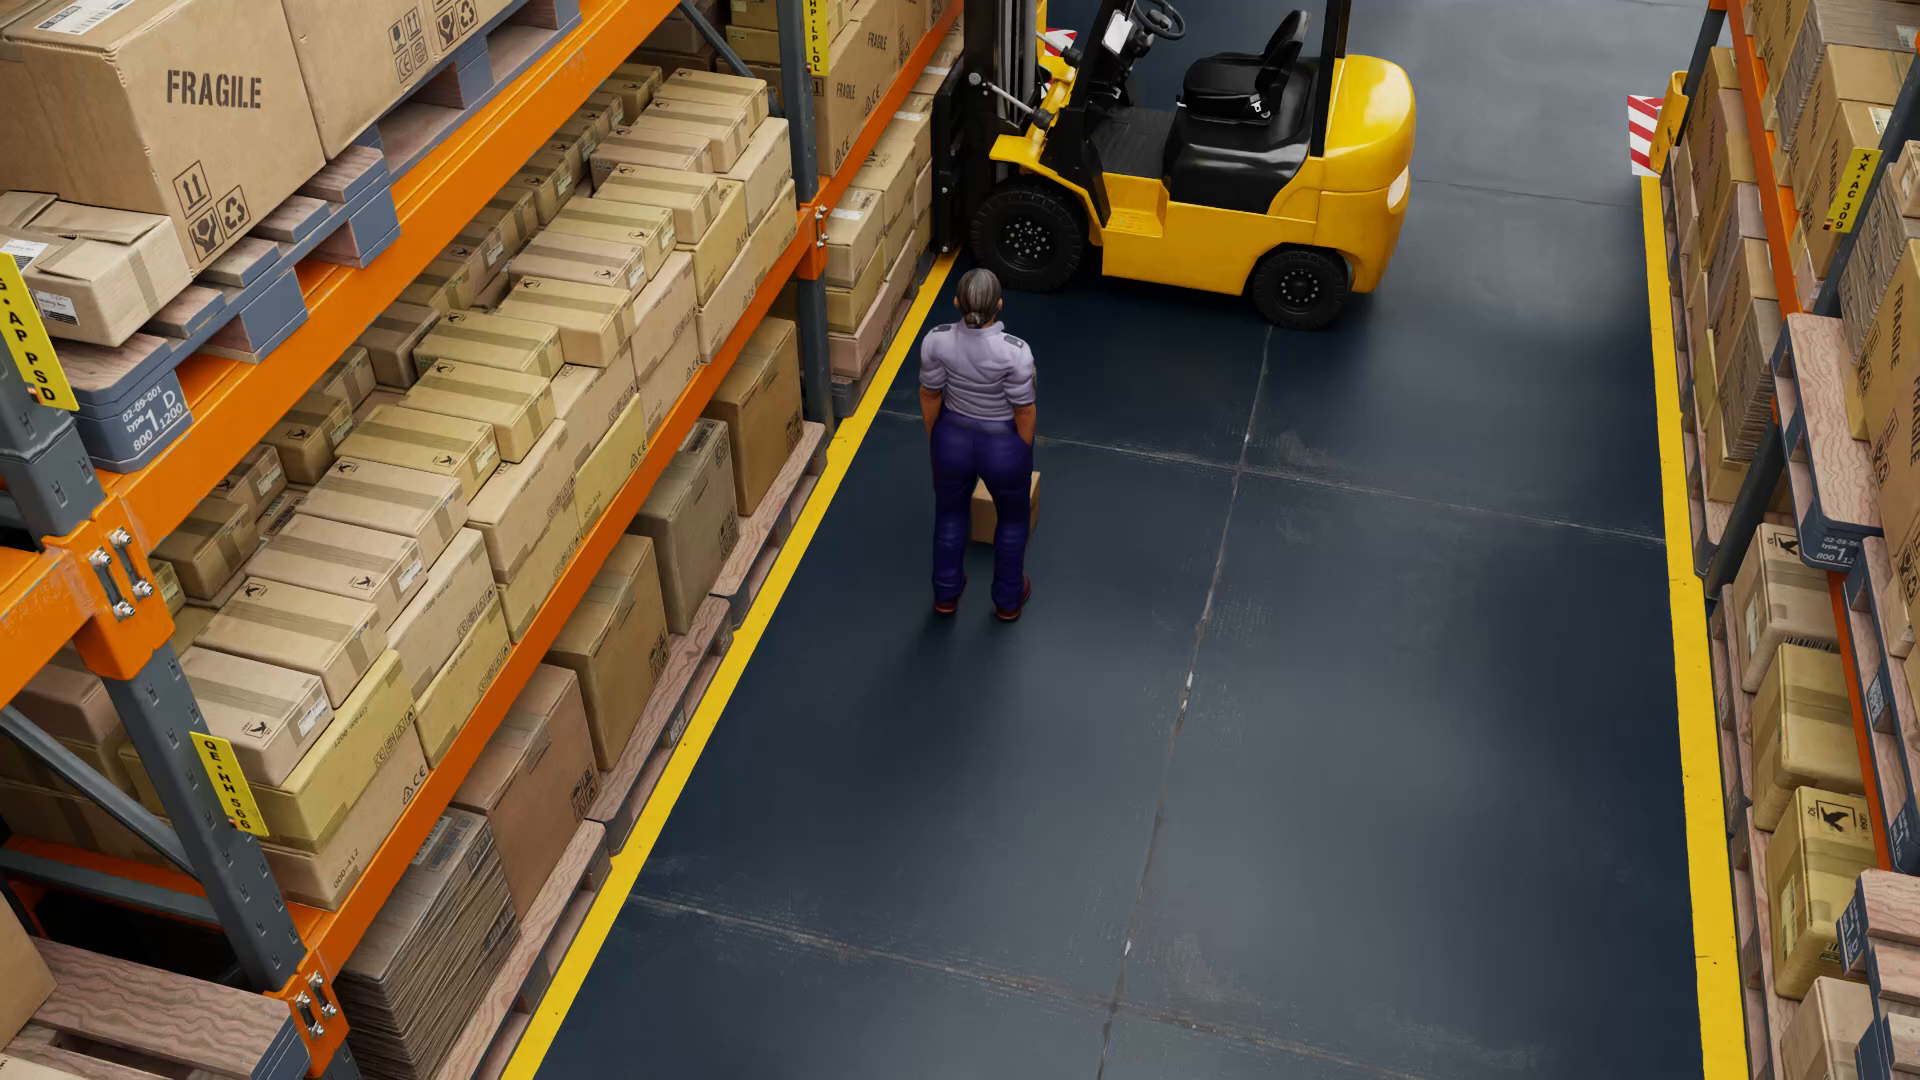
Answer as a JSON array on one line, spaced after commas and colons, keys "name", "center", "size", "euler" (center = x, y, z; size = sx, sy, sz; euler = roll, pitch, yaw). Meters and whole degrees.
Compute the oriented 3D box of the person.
[{"name": "person", "center": [0.075, -0.373, 6.606], "size": [0.466, 1.653, 0.344], "euler": [11, 42, 12]}]
